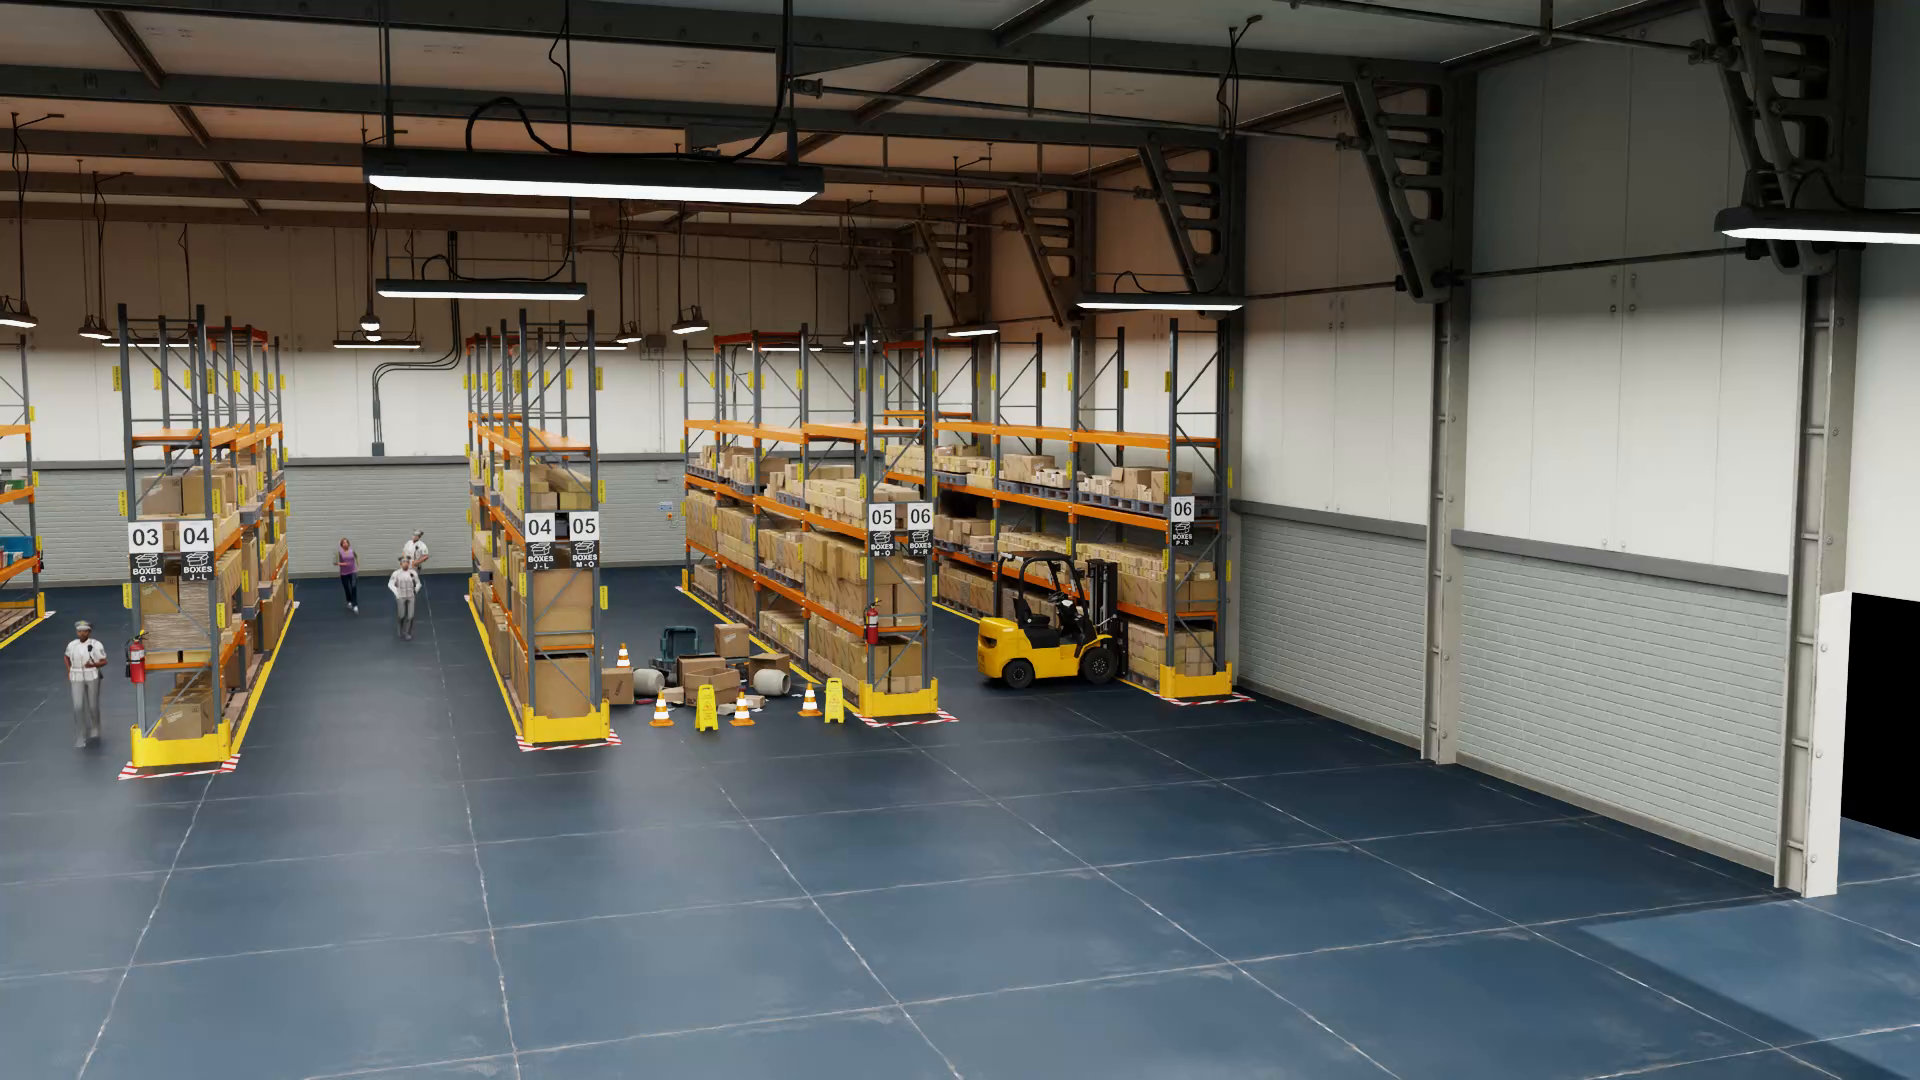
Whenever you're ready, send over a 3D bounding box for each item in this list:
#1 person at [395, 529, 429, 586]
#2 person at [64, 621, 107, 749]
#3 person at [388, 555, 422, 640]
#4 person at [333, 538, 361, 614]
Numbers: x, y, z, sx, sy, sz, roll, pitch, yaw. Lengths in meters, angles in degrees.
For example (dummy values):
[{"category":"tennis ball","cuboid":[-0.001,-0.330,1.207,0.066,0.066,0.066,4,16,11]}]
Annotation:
[{"category":"person","cuboid":[-12.422,0.597,37.589,0.740,1.696,0.552,2,6,21]},{"category":"person","cuboid":[-12.112,1.979,23.049,0.558,1.757,0.743,-2,6,-20]},{"category":"person","cuboid":[-10.752,1.116,32.285,0.611,1.651,0.561,-3,6,-26]},{"category":"person","cuboid":[-13.339,0.766,36.221,0.572,1.622,0.813,-2,6,-22]}]
